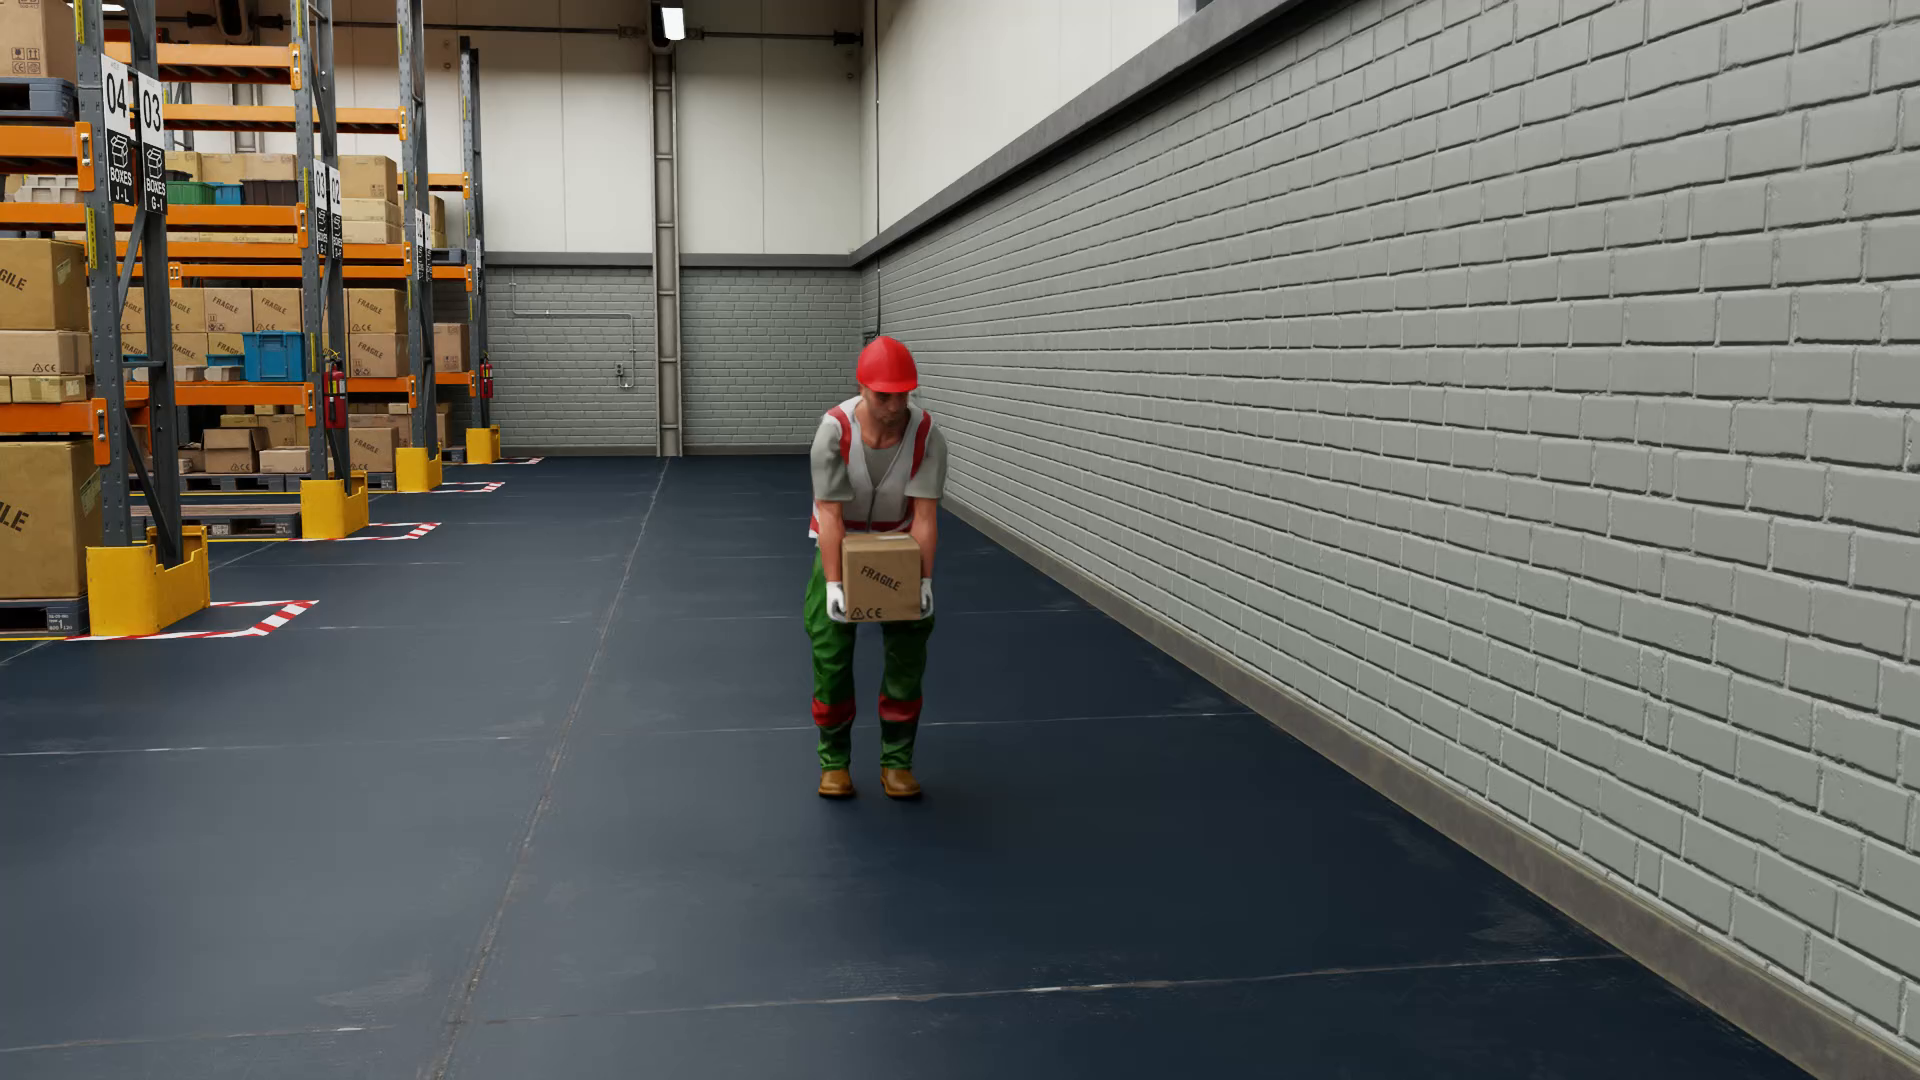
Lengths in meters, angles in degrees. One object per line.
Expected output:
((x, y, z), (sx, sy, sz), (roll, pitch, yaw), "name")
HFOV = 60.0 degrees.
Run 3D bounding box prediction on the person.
((-0.295, 0.110, 5.829), (0.492, 1.628, 0.739), (-1, 6, -10), "person")
